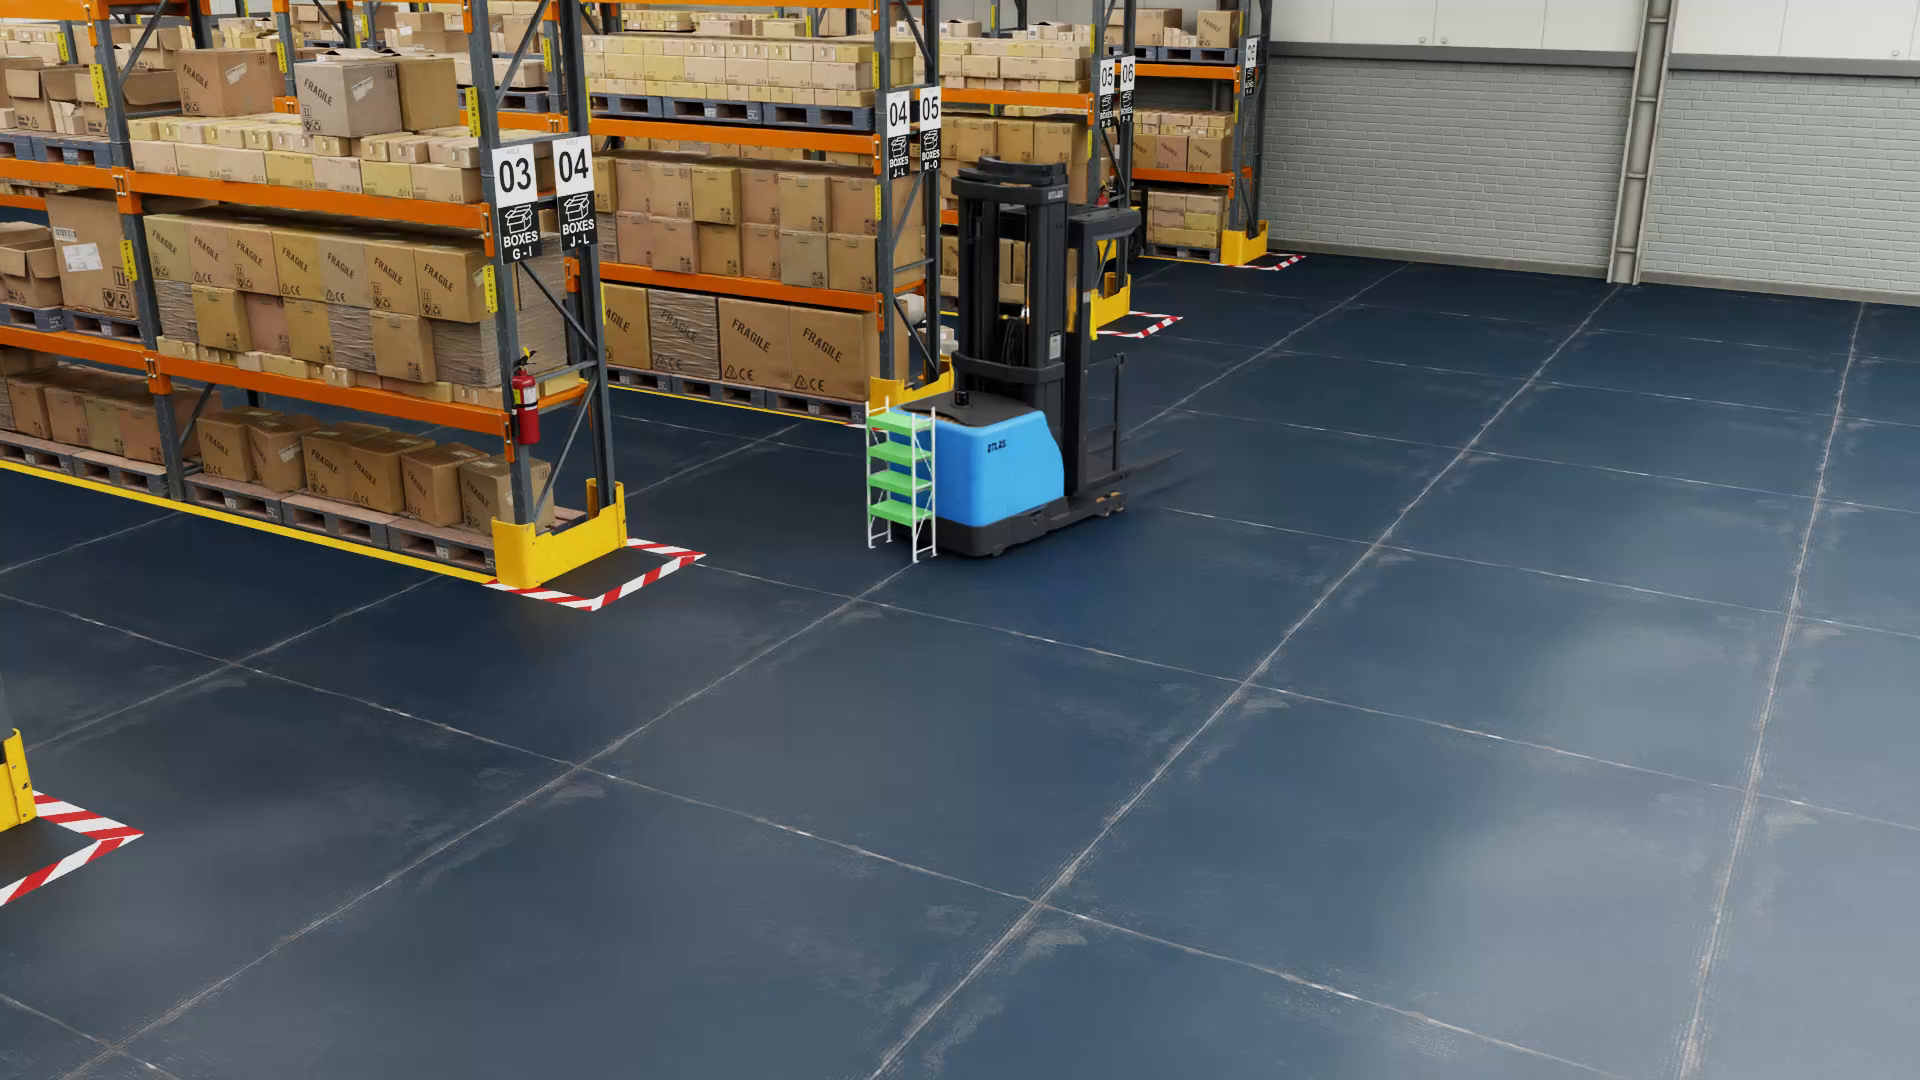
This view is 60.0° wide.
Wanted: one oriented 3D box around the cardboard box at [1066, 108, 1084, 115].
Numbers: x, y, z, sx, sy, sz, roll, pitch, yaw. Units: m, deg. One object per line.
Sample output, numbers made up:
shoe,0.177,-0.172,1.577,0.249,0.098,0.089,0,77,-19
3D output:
cardboard box,1.805,-6.505,25.364,0.250,0.149,0.380,10,22,26

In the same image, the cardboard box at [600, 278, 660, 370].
cardboard box,-3.471,-2.424,18.147,0.875,0.875,0.875,11,23,28

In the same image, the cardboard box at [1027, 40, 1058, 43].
cardboard box,1.022,-6.123,20.647,0.250,0.149,0.380,11,23,27

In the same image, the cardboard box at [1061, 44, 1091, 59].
cardboard box,1.393,-5.811,19.786,0.250,0.149,0.380,11,23,28

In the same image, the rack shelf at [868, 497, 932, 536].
rack shelf,-0.458,-0.183,13.000,0.480,0.148,0.258,17,26,39

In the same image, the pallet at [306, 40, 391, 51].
pallet,-9.353,-7.679,25.866,1.213,0.211,1.003,11,23,27

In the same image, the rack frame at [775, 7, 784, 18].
rack frame,-2.735,-9.804,27.197,0.127,3.000,1.000,11,23,27

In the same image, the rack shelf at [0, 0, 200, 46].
rack shelf,-8.239,-4.517,14.263,4.000,0.370,1.077,11,23,27

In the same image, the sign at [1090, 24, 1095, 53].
sign,1.544,-5.840,19.369,0.005,0.325,0.100,11,23,27

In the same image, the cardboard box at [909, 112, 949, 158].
cardboard box,-0.521,-5.177,21.189,0.500,0.500,0.700,10,22,26

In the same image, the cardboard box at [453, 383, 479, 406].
cardboard box,-3.568,-1.135,12.464,0.250,0.149,0.380,11,23,27

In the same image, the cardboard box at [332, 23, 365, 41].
cardboard box,-9.358,-7.773,25.432,0.258,0.266,0.396,12,23,29

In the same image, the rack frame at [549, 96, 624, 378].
rack frame,-3.986,-3.350,18.202,0.127,3.000,1.000,11,23,27

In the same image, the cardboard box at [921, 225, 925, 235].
cardboard box,-0.511,-4.057,21.516,0.250,0.149,0.380,12,23,30

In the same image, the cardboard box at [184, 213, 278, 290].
cardboard box,-5.787,-2.314,13.297,0.500,0.500,0.500,11,23,27

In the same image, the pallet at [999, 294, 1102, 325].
pallet,1.074,-3.023,21.389,1.213,0.211,1.003,11,23,27

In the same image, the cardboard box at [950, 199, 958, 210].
cardboard box,0.076,-4.316,21.233,0.250,0.149,0.380,11,23,27

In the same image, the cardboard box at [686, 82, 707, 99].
cardboard box,-2.506,-4.472,16.502,0.250,0.149,0.380,11,23,28

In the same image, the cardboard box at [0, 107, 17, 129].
cardboard box,-8.179,-3.670,14.412,0.250,0.166,0.380,10,22,26

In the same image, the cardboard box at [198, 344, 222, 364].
cardboard box,-6.008,-1.568,13.658,0.250,0.149,0.380,11,23,27

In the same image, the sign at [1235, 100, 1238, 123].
sign,3.973,-6.150,23.876,0.005,0.325,0.100,11,23,27

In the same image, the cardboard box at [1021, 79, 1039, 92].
cardboard box,0.935,-5.530,20.180,0.250,0.149,0.380,12,23,29

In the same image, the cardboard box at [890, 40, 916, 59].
cardboard box,-0.630,-4.747,16.090,0.250,0.149,0.380,11,23,28

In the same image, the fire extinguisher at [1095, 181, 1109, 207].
fire extinguisher,1.707,-3.983,20.060,0.183,0.674,0.296,11,23,27

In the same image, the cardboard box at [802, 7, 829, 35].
cardboard box,-2.221,-8.493,27.071,0.500,0.500,0.500,11,23,28

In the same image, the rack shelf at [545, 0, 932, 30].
rack shelf,-2.240,-5.312,16.453,4.000,0.370,1.077,11,23,27

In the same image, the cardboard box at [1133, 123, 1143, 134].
cardboard box,2.678,-6.186,24.922,0.250,0.149,0.380,11,23,28

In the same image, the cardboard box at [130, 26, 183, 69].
cardboard box,-9.686,-6.041,20.453,0.637,0.503,0.797,10,22,27

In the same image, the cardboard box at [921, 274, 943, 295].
cardboard box,-0.341,-3.394,21.740,0.500,0.250,0.500,10,22,27

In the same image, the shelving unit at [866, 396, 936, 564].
shelving unit,-0.459,-0.468,12.897,0.503,1.200,0.258,17,26,39

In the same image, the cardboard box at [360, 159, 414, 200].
cardboard box,-3.983,-2.652,12.098,0.500,0.250,0.500,11,23,28

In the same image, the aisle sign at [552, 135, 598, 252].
aisle sign,-2.801,-2.526,12.119,0.004,0.787,0.394,11,23,27

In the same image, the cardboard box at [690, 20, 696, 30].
cardboard box,-4.553,-8.915,28.750,0.250,0.149,0.380,11,23,28

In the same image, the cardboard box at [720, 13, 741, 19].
cardboard box,-3.816,-8.779,27.970,0.250,0.149,0.380,10,22,26

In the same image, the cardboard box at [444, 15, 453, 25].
cardboard box,-9.465,-9.639,30.924,0.500,0.250,0.500,11,22,27

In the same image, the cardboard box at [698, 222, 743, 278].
cardboard box,-2.241,-3.095,17.279,0.500,0.550,0.875,11,23,27

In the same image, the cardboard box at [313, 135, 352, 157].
cardboard box,-4.528,-2.924,12.264,0.250,0.149,0.380,10,22,25

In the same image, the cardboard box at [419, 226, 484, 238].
cardboard box,-3.781,-2.140,12.817,0.500,0.500,0.500,11,23,27

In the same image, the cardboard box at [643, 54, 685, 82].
cardboard box,-2.814,-4.742,16.662,0.500,0.250,0.500,11,22,27

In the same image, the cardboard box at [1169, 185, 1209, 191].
cardboard box,3.484,-5.247,25.381,0.500,0.250,0.500,11,23,27

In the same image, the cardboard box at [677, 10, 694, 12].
cardboard box,-4.805,-9.080,28.770,0.250,0.149,0.380,11,23,28

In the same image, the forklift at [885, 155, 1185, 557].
forklift,0.762,-1.670,13.672,1.130,2.935,3.031,17,26,39

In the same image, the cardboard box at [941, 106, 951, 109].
cardboard box,-0.309,-6.981,27.112,0.250,0.149,0.380,11,23,27

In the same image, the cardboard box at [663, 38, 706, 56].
cardboard box,-2.722,-4.889,16.481,0.250,0.149,0.380,11,23,27

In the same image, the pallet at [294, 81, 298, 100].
pallet,-6.890,-5.246,19.305,1.003,0.211,1.213,12,23,30

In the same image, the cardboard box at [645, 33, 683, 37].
cardboard box,-3.072,-5.212,17.372,0.250,0.149,0.380,11,23,27

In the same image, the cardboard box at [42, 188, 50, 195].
cardboard box,-12.007,-4.676,22.226,0.250,0.149,0.380,10,22,26

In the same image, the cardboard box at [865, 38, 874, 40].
cardboard box,-1.077,-6.277,21.071,0.250,0.149,0.380,10,22,26

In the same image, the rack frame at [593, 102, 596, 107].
rack frame,-5.152,-5.506,24.145,0.127,3.000,1.000,11,23,27

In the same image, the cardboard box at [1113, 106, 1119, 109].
cardboard box,2.492,-6.574,25.555,0.250,0.149,0.380,12,23,29

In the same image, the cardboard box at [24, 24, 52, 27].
cardboard box,-12.230,-6.796,22.205,0.250,0.149,0.380,12,23,30
